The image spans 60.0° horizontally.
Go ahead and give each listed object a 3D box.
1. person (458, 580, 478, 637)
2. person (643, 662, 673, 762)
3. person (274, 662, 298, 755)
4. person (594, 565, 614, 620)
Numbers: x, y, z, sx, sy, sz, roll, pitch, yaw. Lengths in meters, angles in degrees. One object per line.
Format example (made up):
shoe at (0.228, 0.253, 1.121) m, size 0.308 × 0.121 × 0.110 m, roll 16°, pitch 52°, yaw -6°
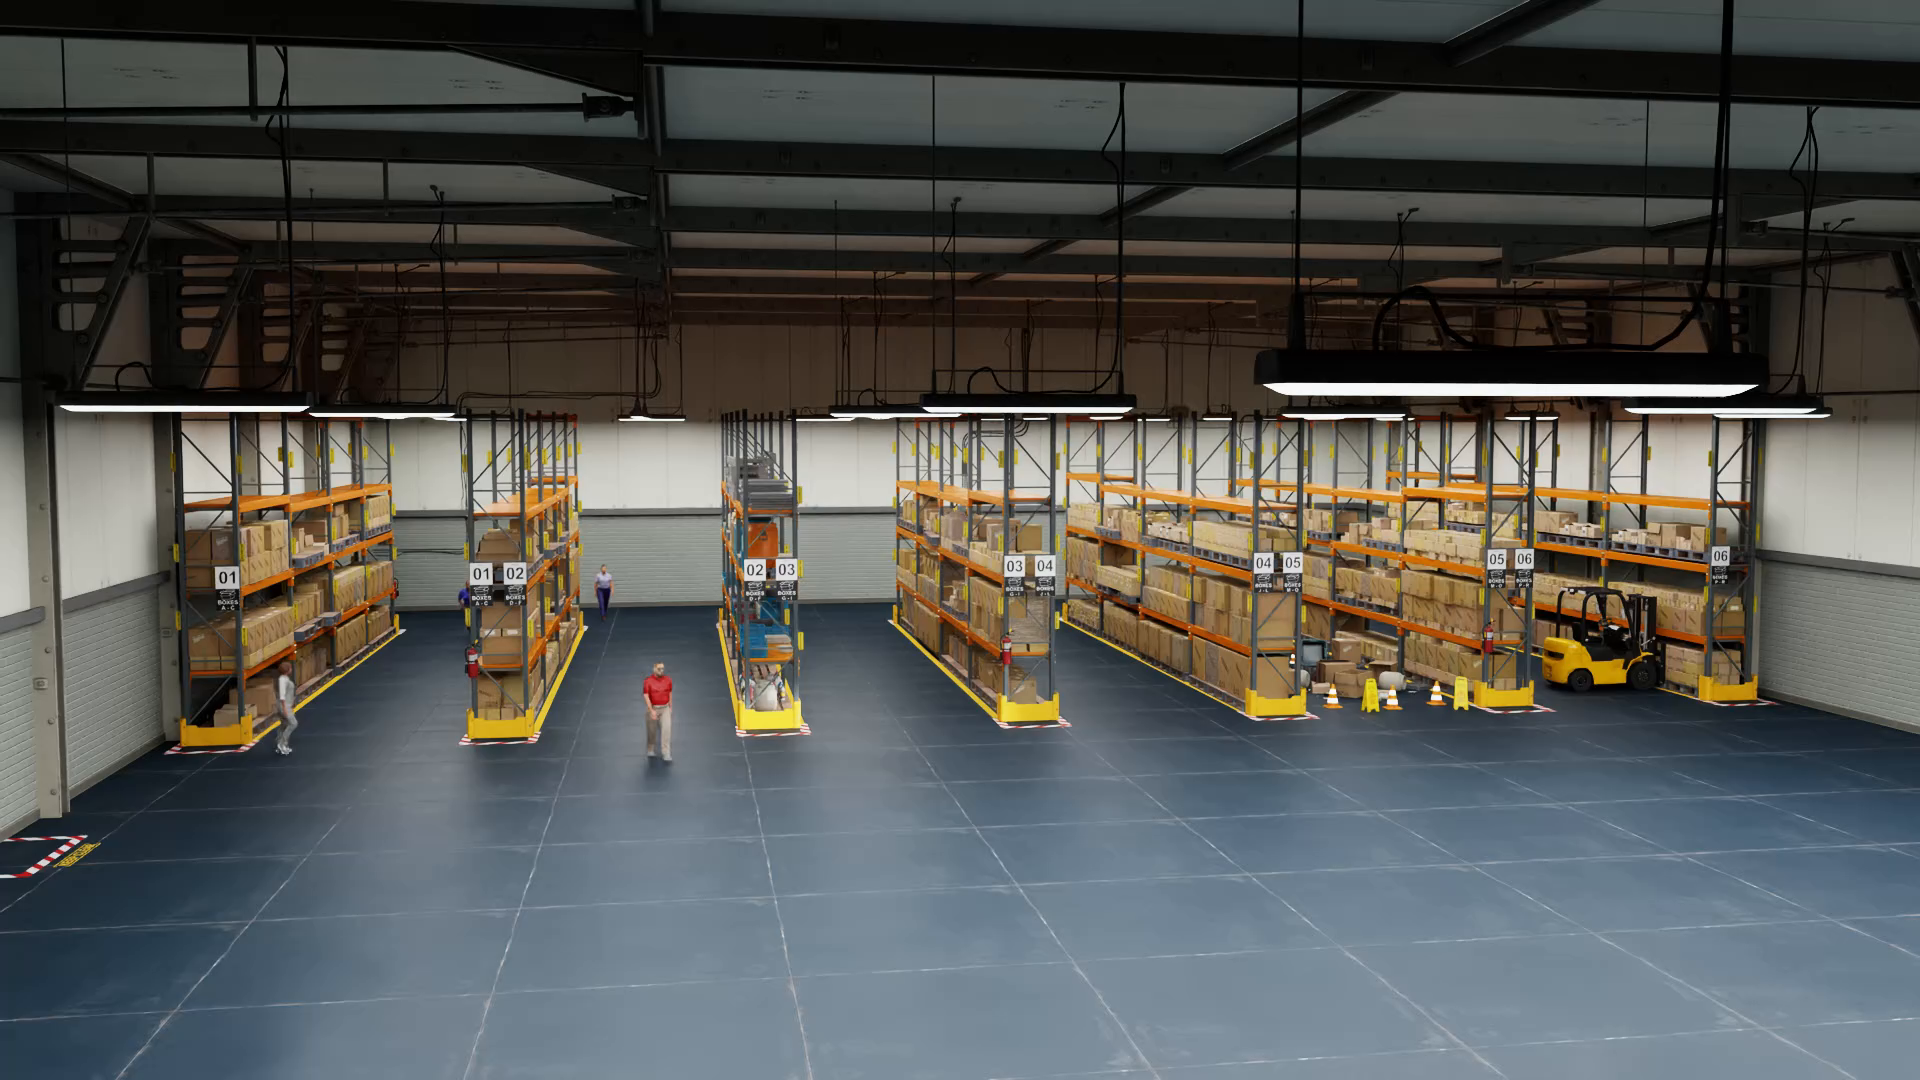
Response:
person at (-13.136, 1.837, 44.554) m, size 0.533 × 1.567 × 0.734 m, roll 0°, pitch 4°, yaw -1°
person at (-5.104, 2.899, 28.263) m, size 0.546 × 1.660 × 1.029 m, roll -2°, pitch 4°, yaw -25°
person at (-11.690, 2.906, 28.820) m, size 0.420 × 1.608 × 0.448 m, roll -1°, pitch 4°, yaw -13°
person at (-10.429, 1.521, 48.687) m, size 0.516 × 1.553 × 1.076 m, roll -2°, pitch 4°, yaw -25°
